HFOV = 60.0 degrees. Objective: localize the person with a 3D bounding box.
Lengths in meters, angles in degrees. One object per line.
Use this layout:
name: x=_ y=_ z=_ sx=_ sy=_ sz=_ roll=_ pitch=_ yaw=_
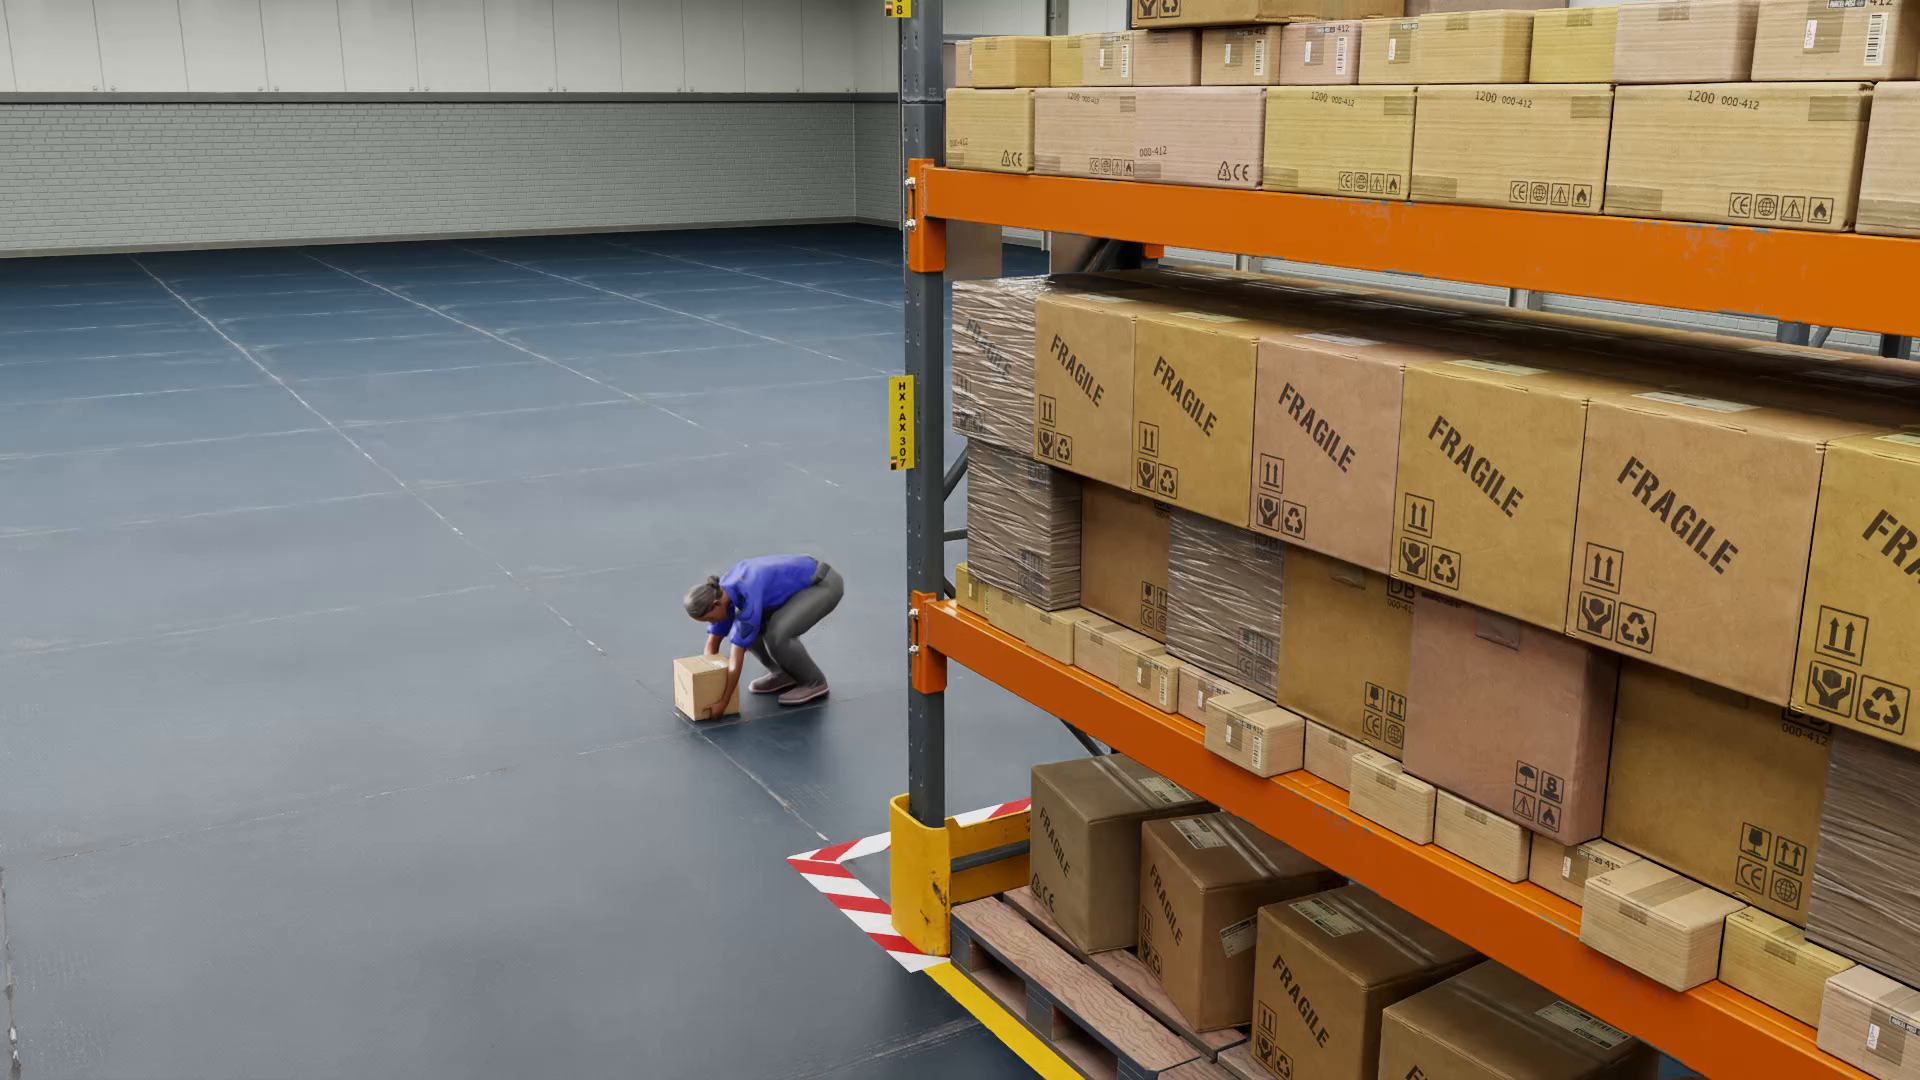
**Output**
person: x=-1.003 y=0.473 z=8.553 sx=0.871 sy=0.775 sz=0.462 roll=-9 pitch=18 yaw=-32
